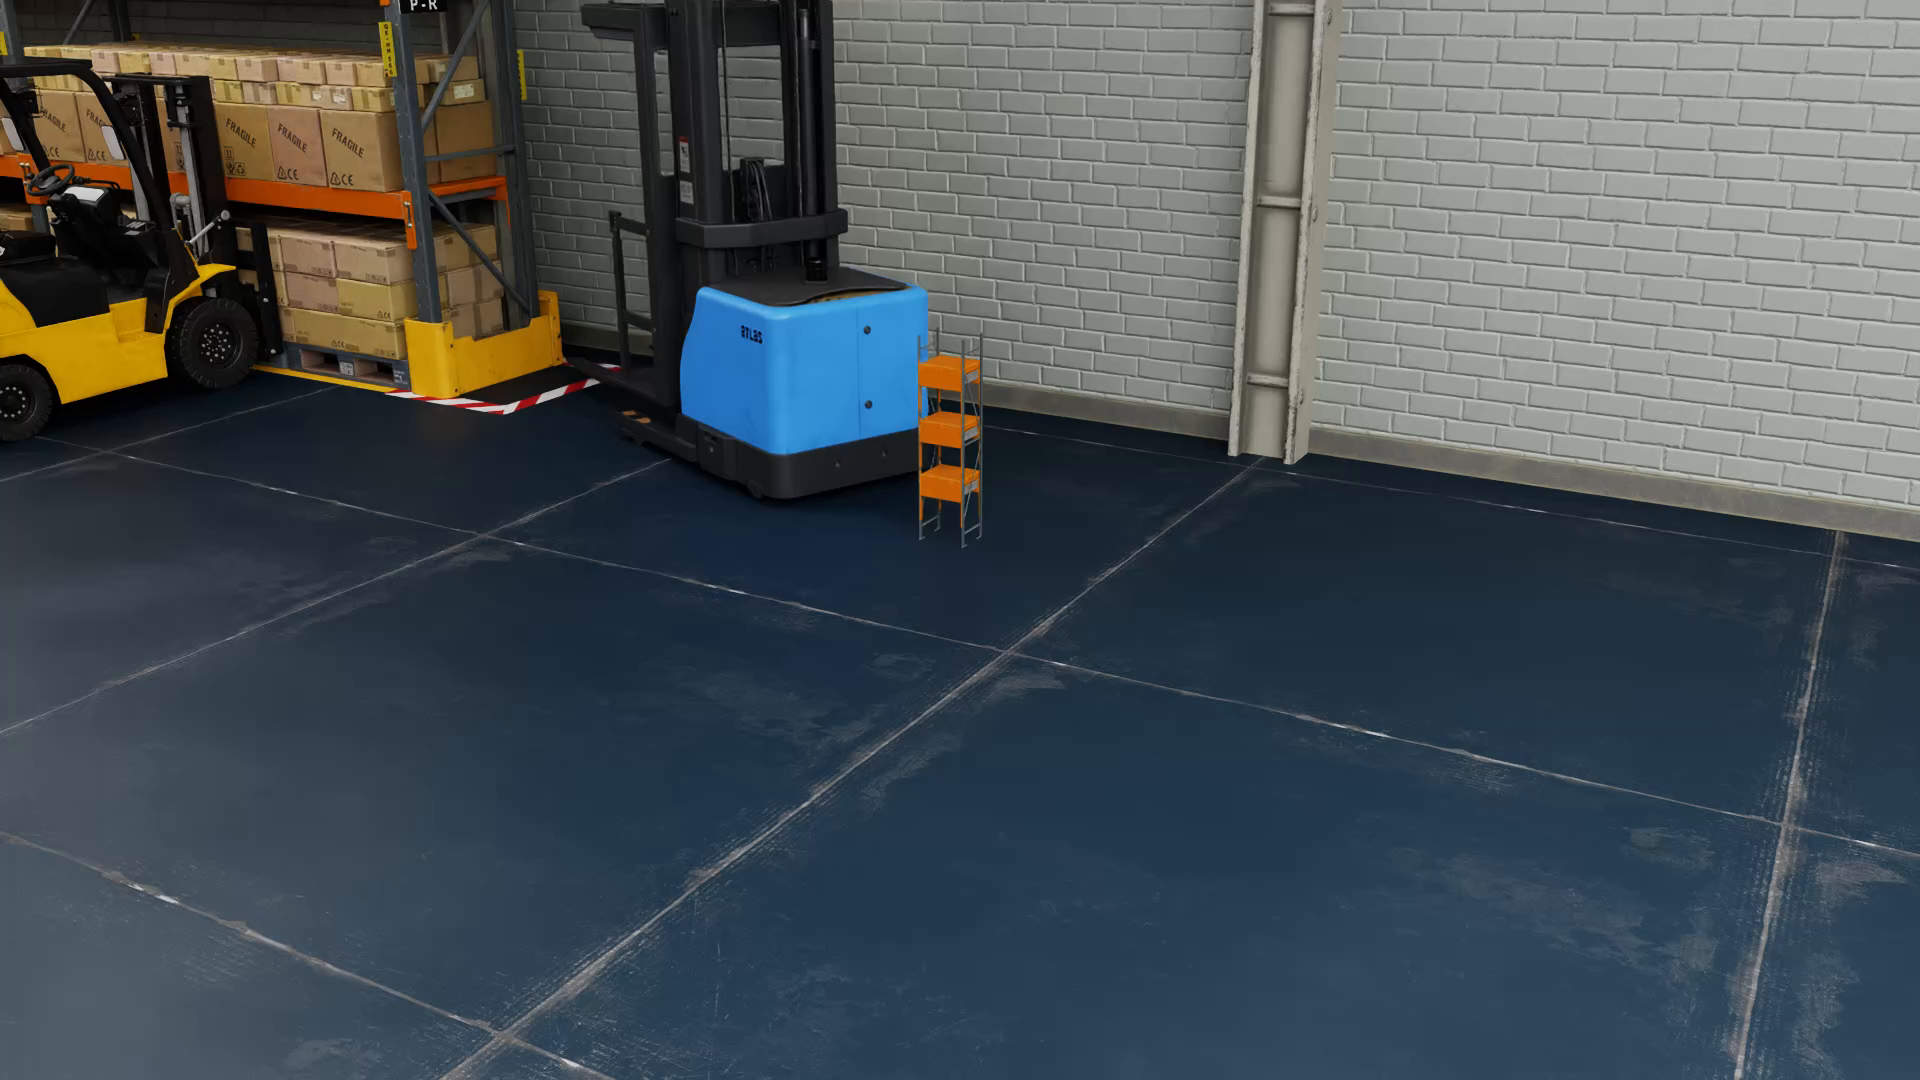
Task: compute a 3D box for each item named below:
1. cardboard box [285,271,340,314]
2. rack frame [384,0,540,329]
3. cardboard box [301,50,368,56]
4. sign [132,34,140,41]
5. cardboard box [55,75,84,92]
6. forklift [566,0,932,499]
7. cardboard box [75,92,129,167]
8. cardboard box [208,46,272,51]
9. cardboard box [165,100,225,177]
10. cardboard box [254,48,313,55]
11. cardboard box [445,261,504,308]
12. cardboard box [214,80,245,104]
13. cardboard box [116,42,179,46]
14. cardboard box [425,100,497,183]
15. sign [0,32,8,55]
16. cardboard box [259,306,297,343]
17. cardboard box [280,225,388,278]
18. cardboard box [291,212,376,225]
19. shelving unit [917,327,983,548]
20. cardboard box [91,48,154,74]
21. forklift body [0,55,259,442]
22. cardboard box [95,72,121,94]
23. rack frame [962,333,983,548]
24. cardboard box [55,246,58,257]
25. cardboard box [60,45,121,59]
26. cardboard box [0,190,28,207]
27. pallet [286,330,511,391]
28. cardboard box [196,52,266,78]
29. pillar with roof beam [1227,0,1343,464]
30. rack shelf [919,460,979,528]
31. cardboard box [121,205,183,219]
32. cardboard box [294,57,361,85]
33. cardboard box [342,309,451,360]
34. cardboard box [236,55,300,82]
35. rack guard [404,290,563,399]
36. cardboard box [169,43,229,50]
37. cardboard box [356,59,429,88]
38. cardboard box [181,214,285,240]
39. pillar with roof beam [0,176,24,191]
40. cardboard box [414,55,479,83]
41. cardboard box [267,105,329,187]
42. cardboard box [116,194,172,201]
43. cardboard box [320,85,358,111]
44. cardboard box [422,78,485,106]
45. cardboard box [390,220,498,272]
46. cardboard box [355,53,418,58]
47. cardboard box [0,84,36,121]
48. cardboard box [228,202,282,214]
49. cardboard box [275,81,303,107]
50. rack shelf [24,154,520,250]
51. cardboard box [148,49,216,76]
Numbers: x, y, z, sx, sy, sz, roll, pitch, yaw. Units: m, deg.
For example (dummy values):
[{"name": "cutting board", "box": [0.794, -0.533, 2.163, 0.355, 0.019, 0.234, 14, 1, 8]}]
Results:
[{"name": "cardboard box", "box": [-4.267, -1.750, 11.474, 0.500, 0.250, 0.500, 11, 22, 27]}, {"name": "rack frame", "box": [-3.257, -2.536, 10.957, 0.127, 3.000, 1.000, 11, 23, 27]}, {"name": "cardboard box", "box": [-4.347, -3.322, 11.590, 0.250, 0.149, 0.380, 12, 23, 29]}, {"name": "sign", "box": [-6.480, -3.811, 13.085, 0.005, 0.325, 0.100, 11, 23, 27]}, {"name": "cardboard box", "box": [-6.372, -3.379, 12.183, 0.250, 0.149, 0.380, 11, 23, 29]}, {"name": "forklift", "box": [-1.442, -2.031, 9.665, 1.130, 2.935, 3.031, -14, 24, -34]}, {"name": "cardboard box", "box": [-6.026, -3.015, 12.130, 0.500, 0.500, 0.500, 11, 23, 28]}, {"name": "cardboard box", "box": [-5.221, -3.507, 12.100, 0.250, 0.149, 0.380, 11, 22, 27]}, {"name": "cardboard box", "box": [-5.155, -2.841, 11.651, 0.500, 0.500, 0.500, 11, 23, 28]}, {"name": "cardboard box", "box": [-4.782, -3.413, 11.840, 0.250, 0.149, 0.380, 11, 23, 28]}, {"name": "cardboard box", "box": [-3.566, -1.816, 11.655, 0.500, 0.250, 0.500, 11, 23, 28]}, {"name": "cardboard box", "box": [-4.828, -3.068, 11.326, 0.250, 0.149, 0.380, 11, 23, 28]}, {"name": "cardboard box", "box": [-6.124, -3.675, 12.564, 0.250, 0.149, 0.380, 10, 22, 26]}, {"name": "cardboard box", "box": [-3.554, -2.748, 11.394, 0.500, 0.500, 0.500, 12, 23, 29]}, {"name": "sign", "box": [-7.005, -3.545, 12.157, 0.005, 0.325, 0.100, 11, 23, 27]}, {"name": "cardboard box", "box": [-4.683, -1.596, 11.782, 0.500, 0.250, 0.500, 11, 23, 28]}, {"name": "cardboard box", "box": [-4.260, -1.977, 11.368, 0.500, 0.250, 0.500, 11, 23, 28]}, {"name": "cardboard box", "box": [-4.454, -2.215, 12.023, 0.500, 0.250, 0.500, 11, 22, 27]}, {"name": "shelving unit", "box": [-0.047, -0.502, 8.211, 0.252, 1.050, 0.215, 11, 23, 27]}, {"name": "cardboard box", "box": [-5.941, -3.422, 11.865, 0.250, 0.149, 0.380, 11, 23, 28]}, {"name": "forklift body", "box": [-5.802, -1.909, 10.473, 1.214, 2.155, 2.313, 11, 23, 27]}, {"name": "cardboard box", "box": [-5.952, -3.281, 11.913, 0.250, 0.149, 0.380, 11, 23, 28]}, {"name": "rack frame", "box": [0.060, -0.482, 8.155, 0.008, 1.050, 0.200, 11, 23, 27]}, {"name": "cardboard box", "box": [-6.477, -2.168, 12.627, 0.500, 0.250, 0.500, 11, 23, 27]}, {"name": "cardboard box", "box": [-6.334, -3.540, 12.191, 0.250, 0.149, 0.380, 11, 23, 28]}, {"name": "cardboard box", "box": [-7.884, -2.497, 13.716, 0.625, 0.625, 0.875, 11, 22, 27]}, {"name": "pallet", "box": [-3.945, -1.340, 11.748, 1.213, 0.211, 1.003, 11, 23, 27]}, {"name": "cardboard box", "box": [-5.015, -3.278, 11.468, 0.250, 0.149, 0.380, 11, 23, 28]}, {"name": "pillar with roof beam", "box": [-0.287, -3.461, 4.709, 0.400, 9.000, 9.100, 11, 23, 27]}, {"name": "rack shelf", "box": [-0.047, -0.231, 8.309, 0.240, 0.259, 0.215, 11, 23, 27]}, {"name": "cardboard box", "box": [-6.038, -2.314, 12.295, 0.500, 0.250, 0.500, 11, 23, 27]}, {"name": "cardboard box", "box": [-4.145, -3.091, 10.955, 0.250, 0.149, 0.380, 11, 23, 28]}, {"name": "cardboard box", "box": [-3.821, -1.425, 11.310, 0.500, 0.250, 0.500, 11, 23, 28]}, {"name": "cardboard box", "box": [-4.607, -3.165, 11.158, 0.250, 0.149, 0.380, 11, 23, 29]}, {"name": "rack guard", "box": [-3.236, -1.357, 11.372, 0.348, 0.500, 1.175, 11, 23, 27]}, {"name": "cardboard box", "box": [-5.638, -3.612, 12.391, 0.250, 0.149, 0.380, 10, 22, 26]}, {"name": "cardboard box", "box": [-3.673, -3.024, 10.769, 0.250, 0.149, 0.380, 11, 23, 27]}, {"name": "cardboard box", "box": [-5.144, -2.145, 11.829, 0.500, 0.250, 0.500, 10, 22, 26]}, {"name": "pillar with roof beam", "box": [-10.763, -5.456, 10.210, 0.400, 9.000, 9.100, 11, 23, 27]}, {"name": "cardboard box", "box": [-3.446, -3.147, 11.107, 0.250, 0.149, 0.380, 10, 22, 26]}, {"name": "cardboard box", "box": [-4.263, -2.675, 11.195, 0.500, 0.500, 0.500, 12, 23, 29]}, {"name": "cardboard box", "box": [-6.225, -2.551, 12.950, 0.500, 0.250, 0.500, 11, 23, 28]}, {"name": "cardboard box", "box": [-3.934, -2.895, 10.851, 0.250, 0.149, 0.380, 11, 23, 28]}, {"name": "cardboard box", "box": [-3.427, -3.021, 11.197, 0.250, 0.149, 0.380, 10, 22, 26]}, {"name": "cardboard box", "box": [-3.584, -2.047, 11.559, 0.500, 0.250, 0.500, 10, 22, 26]}, {"name": "cardboard box", "box": [-3.896, -3.240, 11.364, 0.250, 0.149, 0.380, 11, 23, 28]}, {"name": "cardboard box", "box": [-7.303, -3.371, 12.746, 0.500, 0.250, 0.500, 10, 22, 26]}, {"name": "cardboard box", "box": [-5.340, -2.384, 12.487, 0.500, 0.250, 0.500, 11, 23, 28]}, {"name": "cardboard box", "box": [-4.342, -3.001, 11.143, 0.250, 0.149, 0.380, 11, 22, 27]}, {"name": "rack shelf", "box": [-5.003, -2.530, 11.996, 4.000, 0.370, 1.077, 11, 23, 27]}, {"name": "cardboard box", "box": [-5.452, -3.361, 11.697, 0.250, 0.149, 0.380, 11, 23, 27]}]
